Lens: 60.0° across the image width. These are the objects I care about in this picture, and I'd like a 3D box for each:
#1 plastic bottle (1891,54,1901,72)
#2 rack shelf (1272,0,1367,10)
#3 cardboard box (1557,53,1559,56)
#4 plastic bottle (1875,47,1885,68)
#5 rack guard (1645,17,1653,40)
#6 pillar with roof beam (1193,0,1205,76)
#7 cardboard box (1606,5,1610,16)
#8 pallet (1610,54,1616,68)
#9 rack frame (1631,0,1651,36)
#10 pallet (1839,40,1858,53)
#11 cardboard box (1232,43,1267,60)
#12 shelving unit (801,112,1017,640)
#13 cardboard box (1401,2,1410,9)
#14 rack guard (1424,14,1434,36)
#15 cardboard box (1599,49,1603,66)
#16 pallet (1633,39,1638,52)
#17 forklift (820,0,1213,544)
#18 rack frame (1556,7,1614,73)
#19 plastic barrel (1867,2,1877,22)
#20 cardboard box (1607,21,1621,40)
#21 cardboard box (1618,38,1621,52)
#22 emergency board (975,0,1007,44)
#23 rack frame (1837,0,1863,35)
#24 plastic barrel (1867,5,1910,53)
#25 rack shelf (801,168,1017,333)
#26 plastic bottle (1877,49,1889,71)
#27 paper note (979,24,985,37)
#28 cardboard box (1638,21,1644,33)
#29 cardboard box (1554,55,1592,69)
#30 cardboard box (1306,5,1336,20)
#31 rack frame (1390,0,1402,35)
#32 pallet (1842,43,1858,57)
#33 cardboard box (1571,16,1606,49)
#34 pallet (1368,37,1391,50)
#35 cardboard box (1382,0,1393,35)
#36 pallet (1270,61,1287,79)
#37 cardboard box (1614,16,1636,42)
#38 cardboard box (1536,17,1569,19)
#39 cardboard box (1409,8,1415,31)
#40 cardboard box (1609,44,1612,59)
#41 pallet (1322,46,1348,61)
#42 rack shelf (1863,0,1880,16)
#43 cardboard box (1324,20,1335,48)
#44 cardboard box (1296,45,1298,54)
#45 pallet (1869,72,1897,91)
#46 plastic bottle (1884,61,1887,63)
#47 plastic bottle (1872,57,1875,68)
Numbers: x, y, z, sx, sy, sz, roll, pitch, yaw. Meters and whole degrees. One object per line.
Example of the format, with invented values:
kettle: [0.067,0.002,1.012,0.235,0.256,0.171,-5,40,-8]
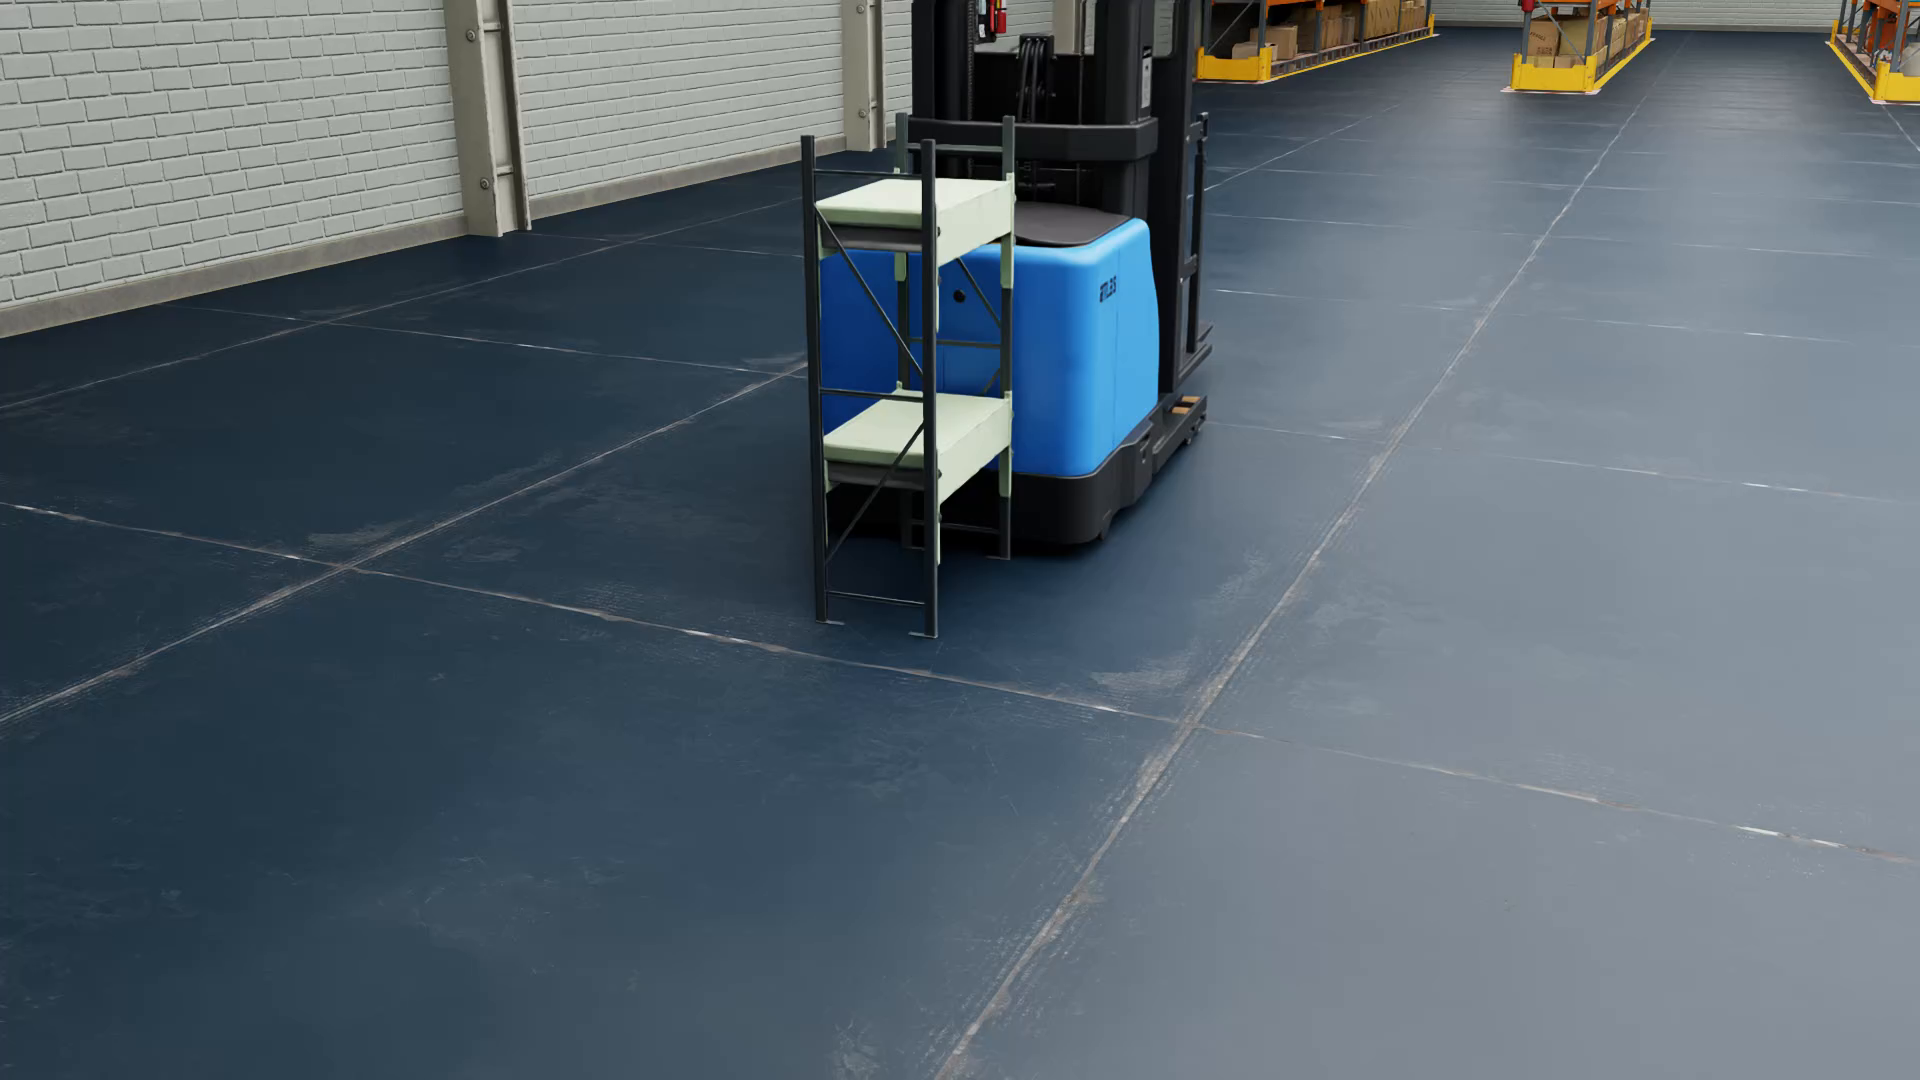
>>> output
plastic bottle: [14.274,-7.295,25.412,0.152,0.276,0.135,9,21,23]
rack shelf: [6.870,-10.393,31.789,1.077,0.370,4.000,9,21,23]
cardboard box: [9.078,-7.480,26.002,0.500,0.250,0.500,9,21,23]
plastic bottle: [14.303,-7.473,25.801,0.144,0.351,0.185,8,21,20]
rack guard: [15.455,-11.909,38.709,1.175,0.500,0.348,9,21,23]
pillar with roof beam: [7.838,-11.466,24.780,9.100,9.000,0.400,9,21,23]
cardboard box: [12.813,-10.697,33.524,0.500,0.250,0.500,8,21,22]
pallet: [11.336,-8.733,30.209,1.003,0.211,1.213,9,21,23]
rack frame: [15.486,-13.110,38.356,1.000,3.000,0.127,9,21,23]
pallet: [18.631,-10.123,34.118,1.003,0.211,1.213,9,21,23]
cardboard box: [4.779,-8.037,27.448,0.500,0.311,0.500,6,20,17]
shelving unit: [-0.139,-0.540,5.249,0.431,1.500,0.755,7,21,18]
cardboard box: [10.034,-12.186,37.893,0.380,0.149,0.250,9,22,25]
rack guard: [10.975,-12.618,40.703,1.175,0.500,0.348,9,21,23]
cardboard box: [10.176,-7.866,27.087,0.500,0.250,0.500,9,21,23]
pallet: [13.549,-10.319,34.671,1.003,0.211,1.213,9,21,23]
forklift: [0.446,-1.825,6.725,1.130,2.935,3.031,7,21,18]
rack frame: [10.572,-9.442,28.041,1.000,3.000,0.127,9,21,23]
plastic barrel: [17.837,-10.035,32.215,0.600,0.901,0.708,9,21,23]
cardboard box: [11.597,-9.171,29.918,0.500,0.311,0.500,9,22,24]
cardboard box: [11.800,-9.061,30.448,0.500,0.250,0.500,9,22,24]
emergency board: [0.407,-6.646,20.179,0.194,1.169,0.643,9,21,23]
rack frame: [20.003,-12.429,36.442,1.000,3.000,0.127,9,21,23]
plastic barrel: [16.912,-9.311,30.285,0.600,0.830,0.708,9,21,23]
rack shelf: [-0.139,-0.908,5.118,0.431,0.370,0.720,7,21,18]
plastic bottle: [14.053,-7.286,25.276,0.144,0.351,0.185,10,22,25]
paper note: [0.271,-6.186,20.201,0.016,0.148,0.142,9,21,23]
cardboard box: [15.072,-11.535,37.375,0.500,0.250,0.500,9,21,23]
cardboard box: [9.356,-7.255,25.368,0.500,0.250,0.500,9,21,23]
cardboard box: [6.945,-10.175,32.058,0.500,0.250,0.500,8,21,22]
rack frame: [9.327,-12.566,36.826,1.000,3.000,0.127,9,21,23]
pallet: [18.011,-9.662,32.823,1.003,0.211,1.213,9,21,23]
cardboard box: [10.165,-8.221,26.966,0.500,0.500,0.500,9,21,23]
pallet: [8.582,-10.631,35.548,1.003,0.211,1.213,9,21,23]
cardboard box: [8.818,-11.262,35.741,0.750,0.750,0.750,9,22,24]
pallet: [4.809,-7.850,27.728,1.003,0.211,1.213,9,21,23]
cardboard box: [13.285,-10.268,33.437,0.500,0.500,0.500,8,21,21]
cardboard box: [9.484,-8.140,26.738,0.500,0.500,0.500,9,21,23]
cardboard box: [10.148,-12.110,38.648,0.700,0.500,0.500,9,22,24]
cardboard box: [10.963,-8.433,28.682,0.500,0.250,0.500,8,21,21]
pallet: [6.867,-9.419,32.139,1.003,0.211,1.213,9,21,23]
rack shelf: [15.908,-9.033,27.966,1.077,0.370,4.000,9,21,23]
cardboard box: [6.749,-9.692,31.820,0.700,0.500,0.500,9,21,23]
cardboard box: [5.859,-8.825,29.879,0.380,0.166,0.250,6,20,16]
pallet: [14.278,-6.873,24.980,1.003,0.211,1.213,9,21,23]
plastic bottle: [13.804,-7.049,24.831,0.097,0.201,0.097,0,20,0]
plastic bottle: [14.517,-7.581,26.330,0.097,0.201,0.097,0,20,0]
